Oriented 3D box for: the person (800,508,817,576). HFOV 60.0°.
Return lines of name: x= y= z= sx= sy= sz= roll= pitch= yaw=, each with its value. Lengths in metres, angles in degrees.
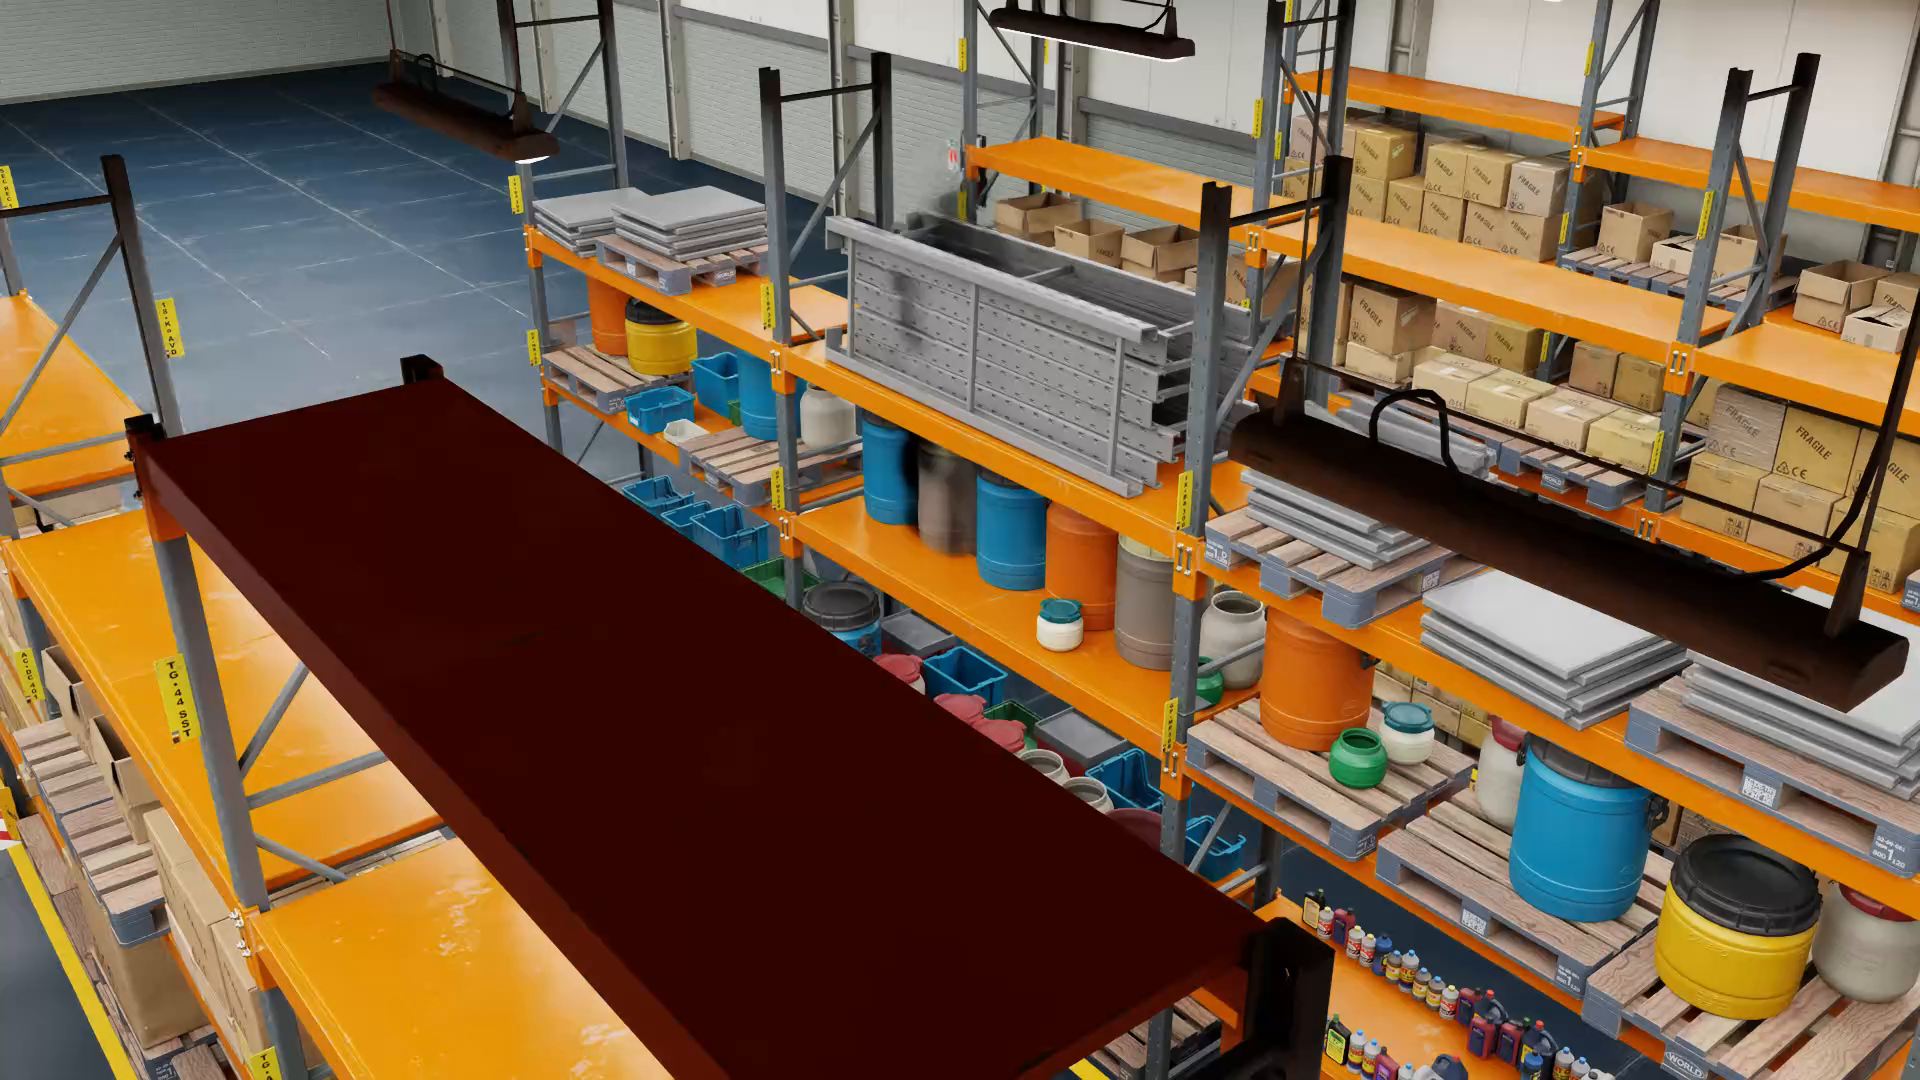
person: x=-1.553 y=-0.091 z=16.313 sx=0.509 sy=1.512 sz=0.666 roll=-22 pitch=33 yaw=-38
